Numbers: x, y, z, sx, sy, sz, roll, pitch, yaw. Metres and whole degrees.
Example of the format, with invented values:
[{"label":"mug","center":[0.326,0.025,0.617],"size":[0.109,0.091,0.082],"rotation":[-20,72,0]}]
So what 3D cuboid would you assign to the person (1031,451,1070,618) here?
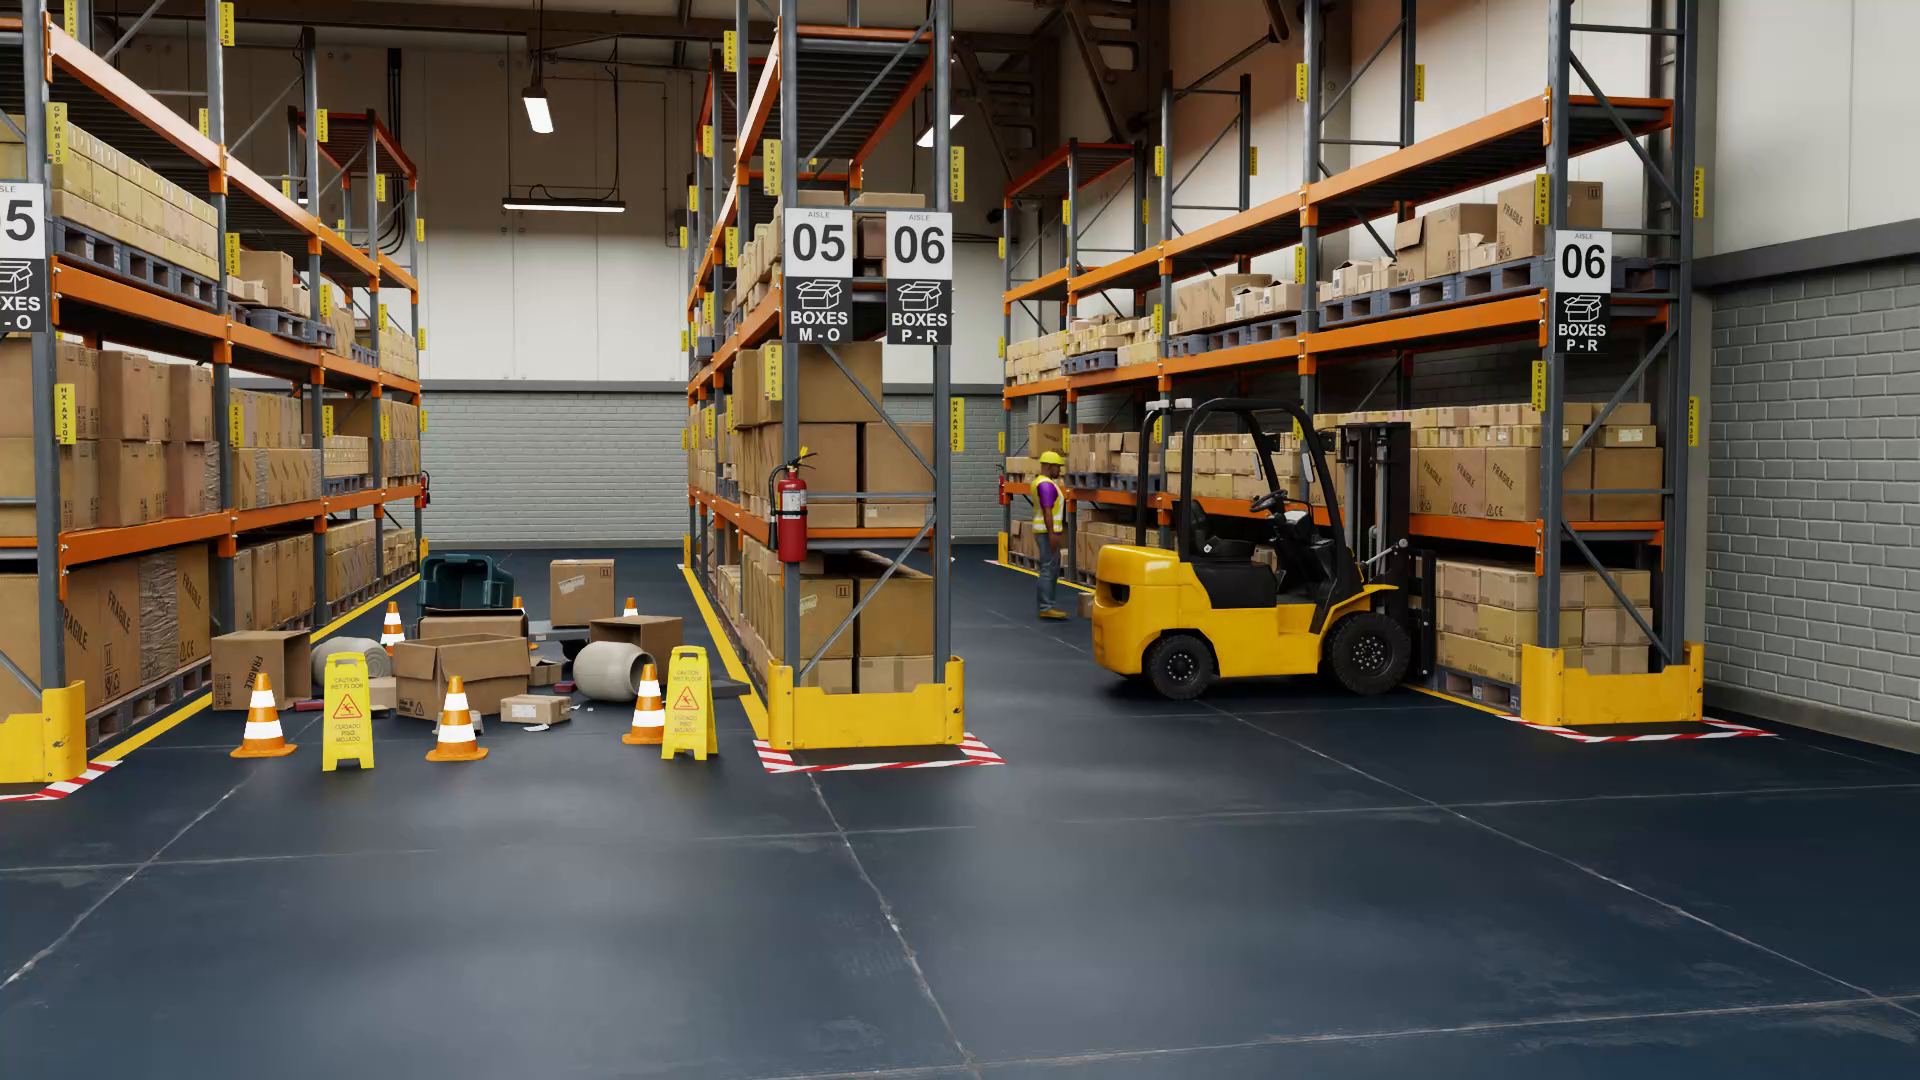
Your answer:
[{"label":"person","center":[0.989,-0.044,17.764],"size":[0.444,1.806,0.631],"rotation":[0,3,-4]}]
